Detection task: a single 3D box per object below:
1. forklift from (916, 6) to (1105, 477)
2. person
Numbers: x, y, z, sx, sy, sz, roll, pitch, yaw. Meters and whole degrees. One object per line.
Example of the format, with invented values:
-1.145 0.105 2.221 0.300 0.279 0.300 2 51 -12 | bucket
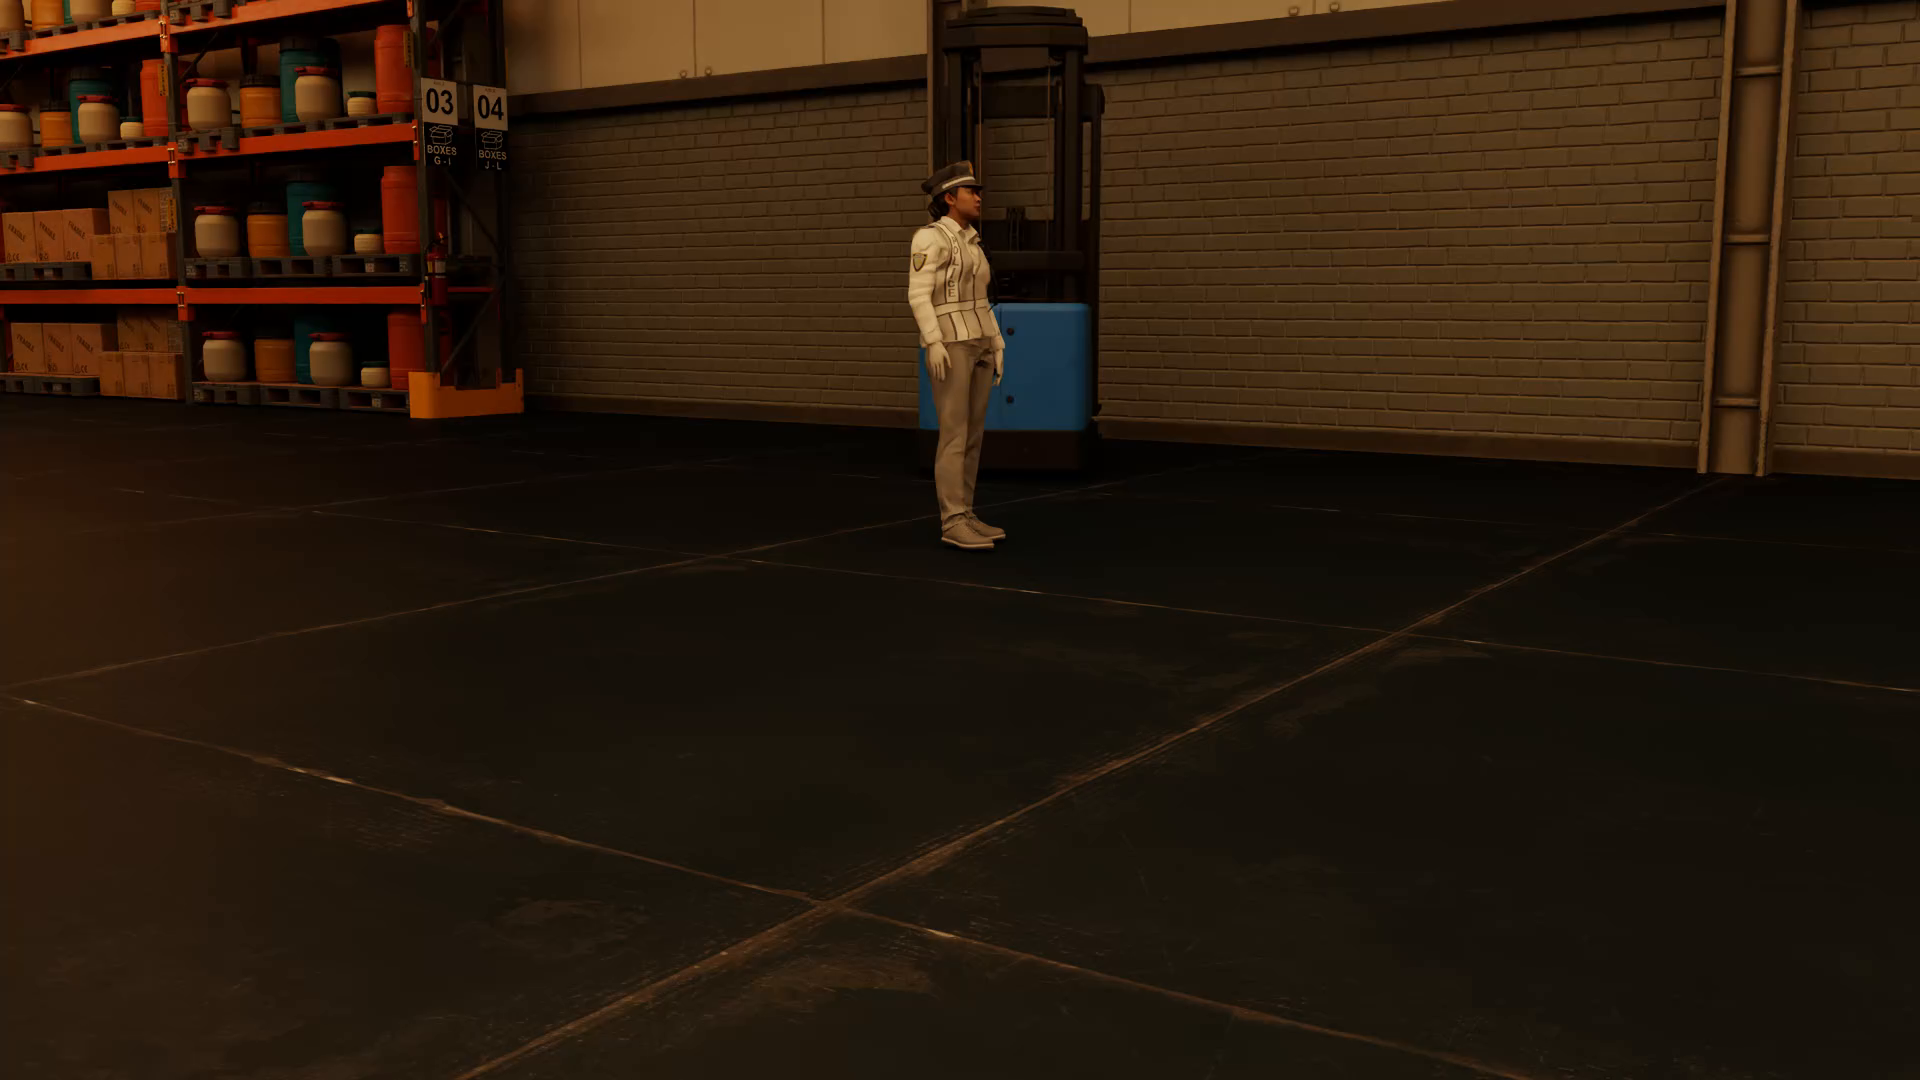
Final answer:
0.420 -2.017 11.374 1.130 2.935 3.031 1 8 7 | forklift
0.053 -0.840 7.440 0.532 1.694 0.586 5 10 34 | person
